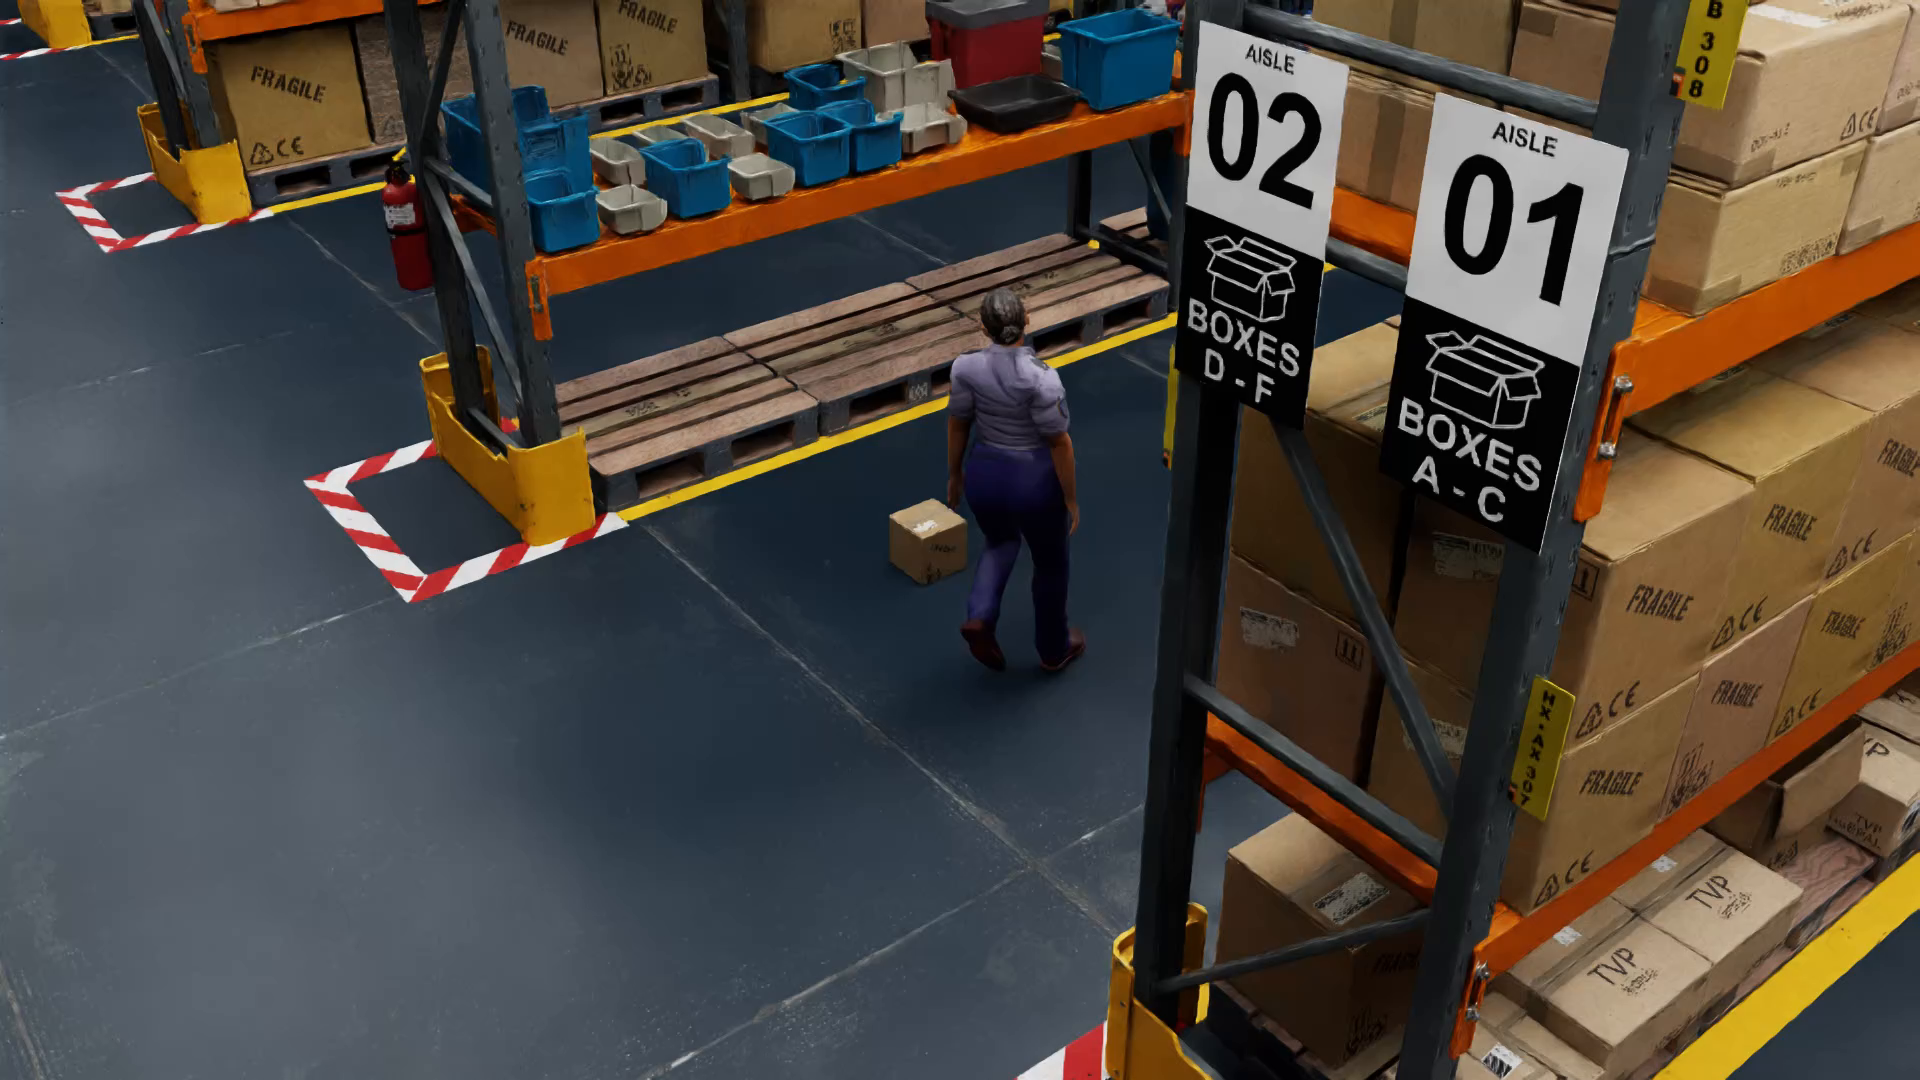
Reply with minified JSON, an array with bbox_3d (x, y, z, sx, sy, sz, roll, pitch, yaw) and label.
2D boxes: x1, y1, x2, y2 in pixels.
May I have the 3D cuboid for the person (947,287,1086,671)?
[{"bbox_3d":[0.210,-0.205,6.466,0.566,1.611,0.517,15,35,22],"label":"person"}]
